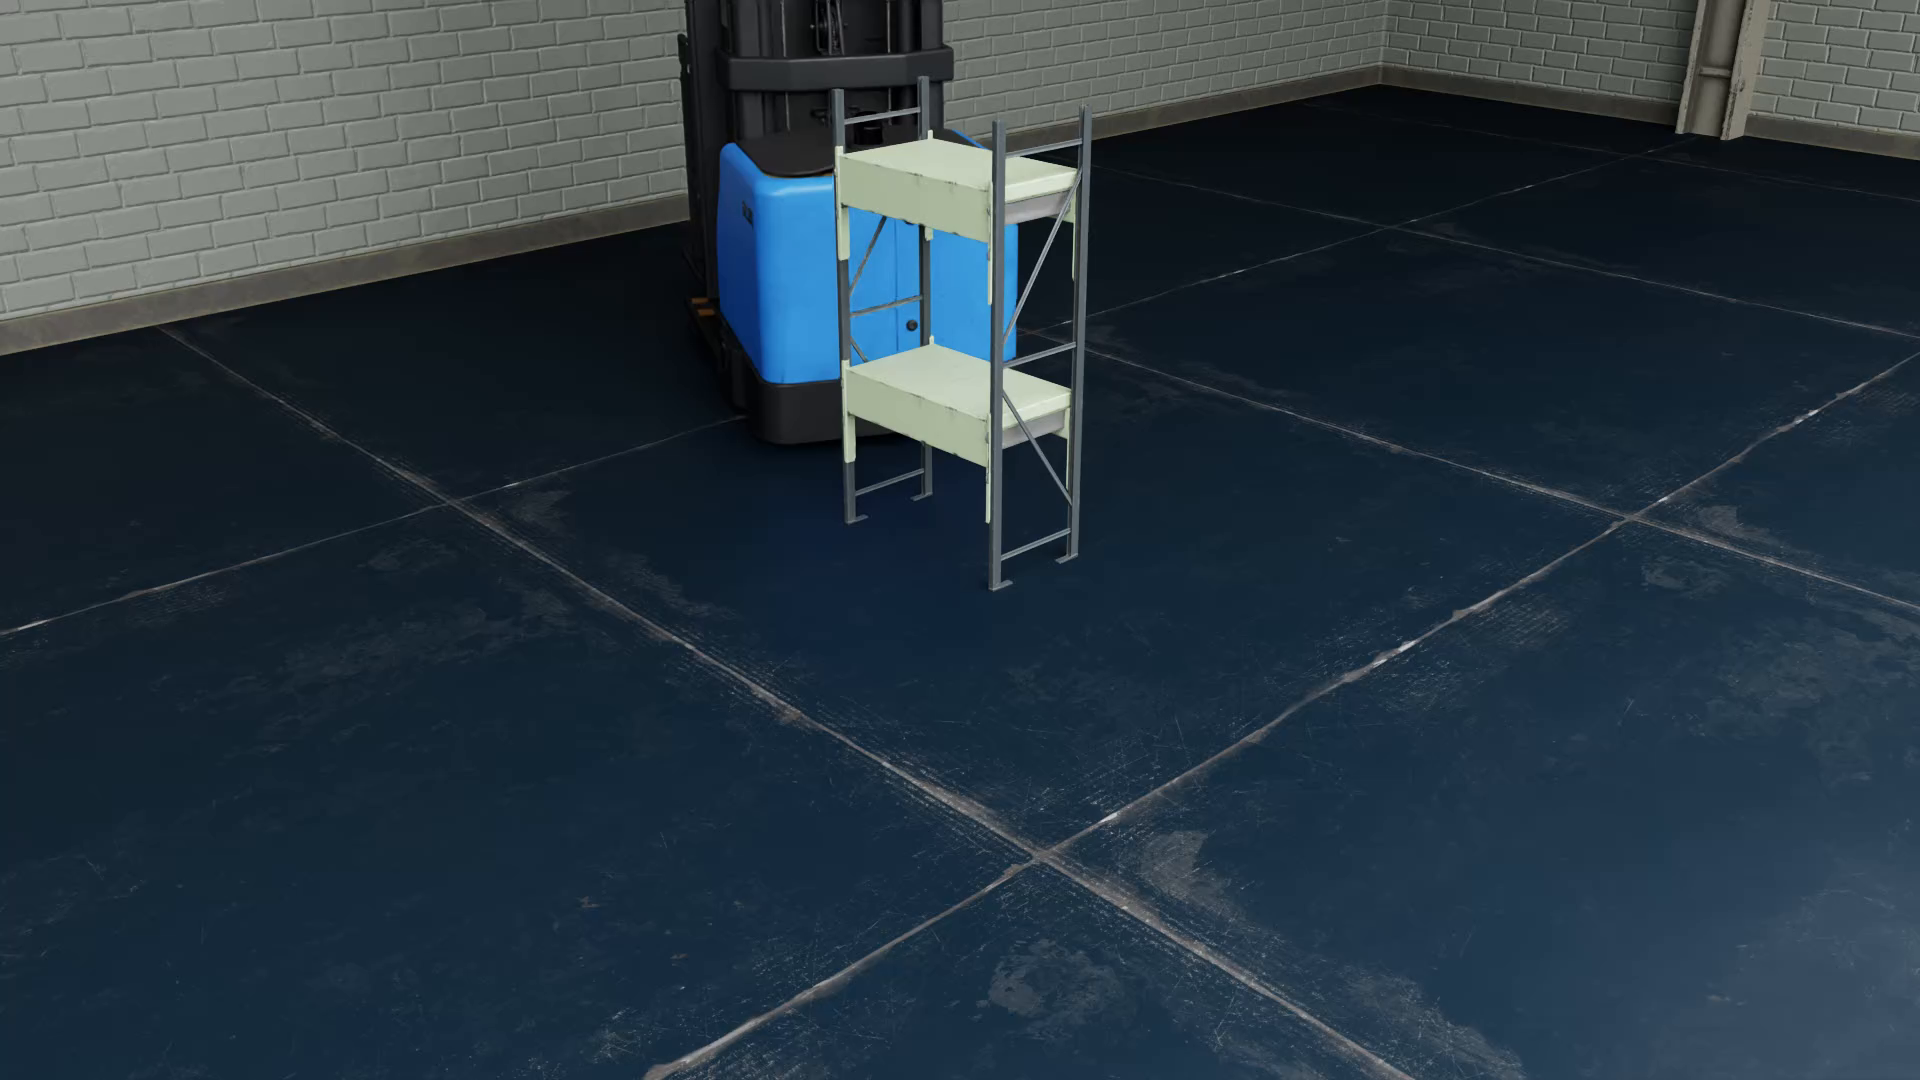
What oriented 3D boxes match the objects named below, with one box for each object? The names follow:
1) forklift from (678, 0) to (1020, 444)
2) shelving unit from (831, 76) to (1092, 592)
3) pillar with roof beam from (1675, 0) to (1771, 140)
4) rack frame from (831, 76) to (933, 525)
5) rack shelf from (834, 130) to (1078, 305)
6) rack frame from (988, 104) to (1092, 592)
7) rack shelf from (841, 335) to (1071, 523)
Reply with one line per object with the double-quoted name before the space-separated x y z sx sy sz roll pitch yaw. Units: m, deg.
"forklift" -0.680 -2.288 7.233 1.130 2.935 3.031 -7 26 -15
"shelving unit" -0.005 -0.684 5.443 0.431 1.500 0.755 -21 32 -38
"pillar with roof beam" 2.438 -5.897 7.834 9.100 9.000 0.400 -21 32 -38
"rack frame" -0.255 -0.795 5.686 0.400 1.500 0.023 -21 32 -38
"rack shelf" -0.005 -1.039 5.281 0.431 0.370 0.720 -21 32 -38
"rack frame" 0.246 -0.573 5.200 0.400 1.500 0.023 -21 32 -38
"rack shelf" -0.005 -0.388 5.578 0.431 0.370 0.720 -21 32 -38
